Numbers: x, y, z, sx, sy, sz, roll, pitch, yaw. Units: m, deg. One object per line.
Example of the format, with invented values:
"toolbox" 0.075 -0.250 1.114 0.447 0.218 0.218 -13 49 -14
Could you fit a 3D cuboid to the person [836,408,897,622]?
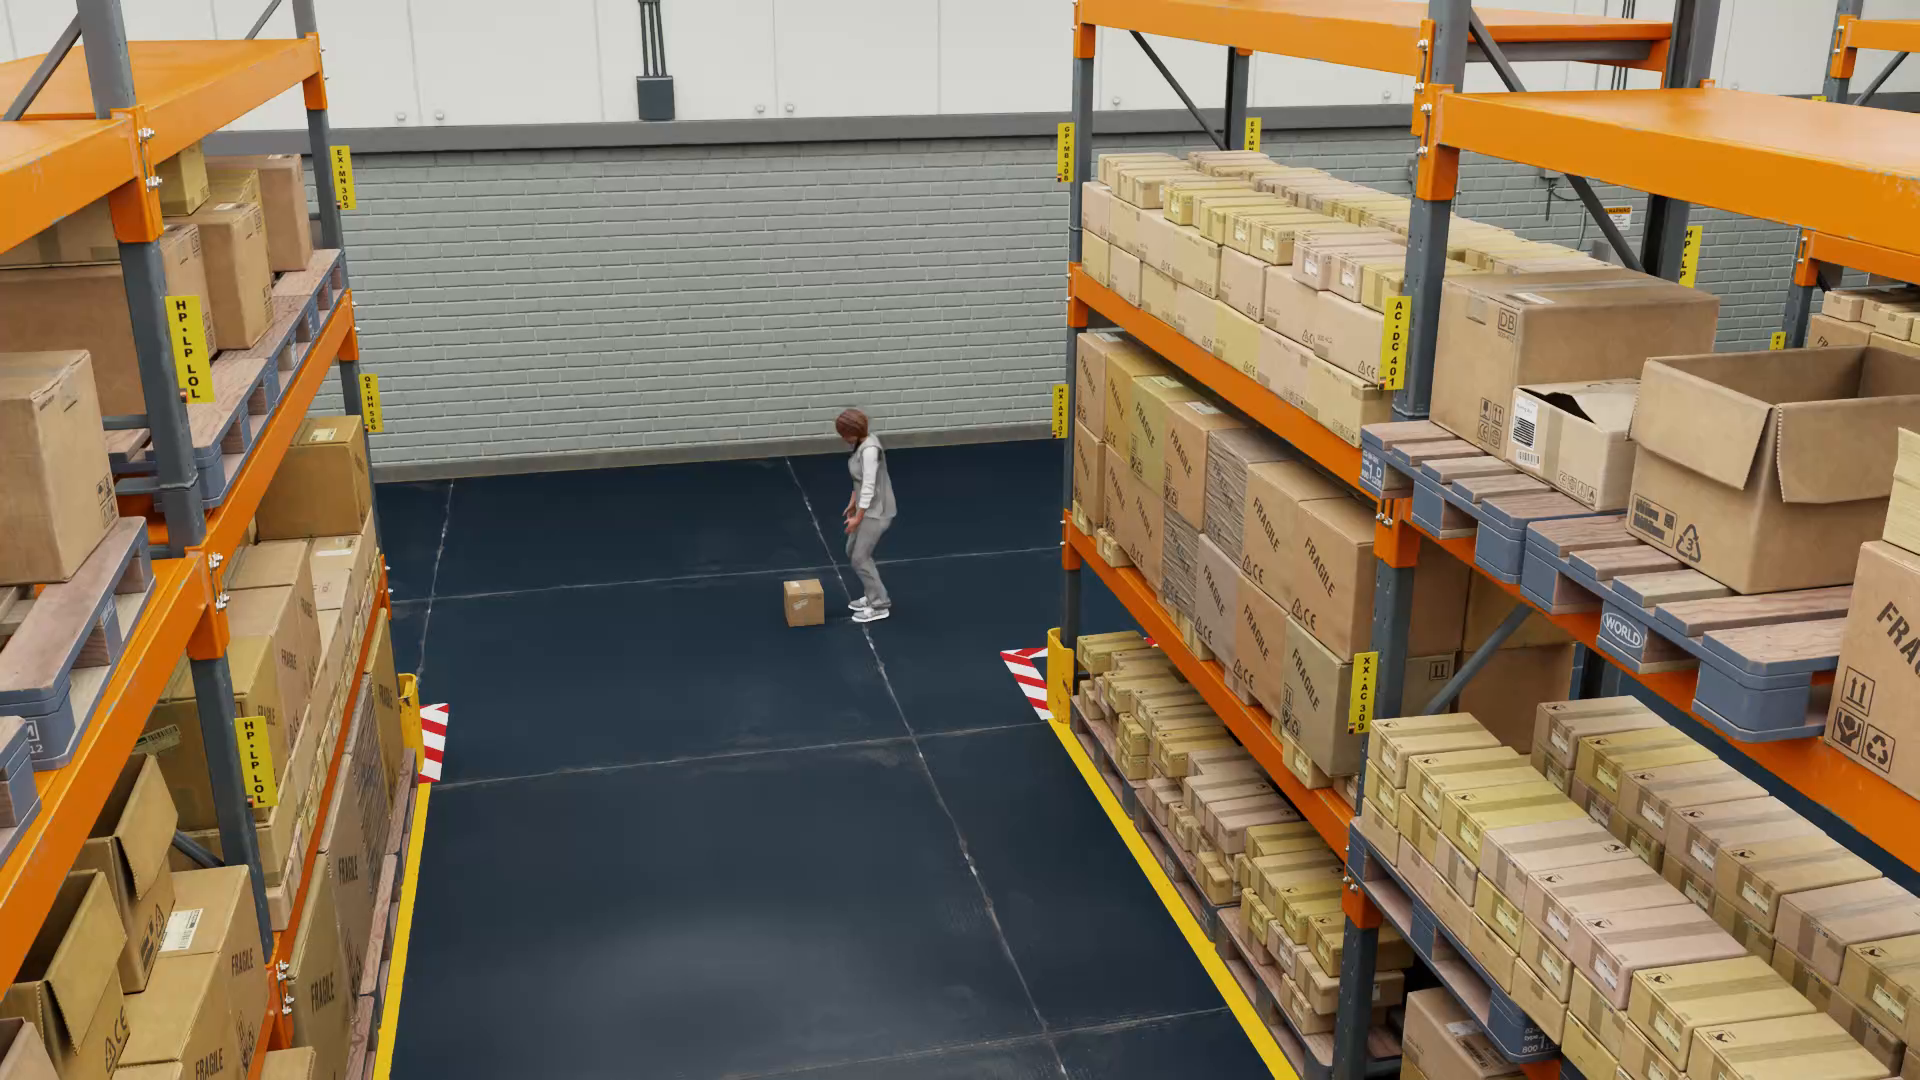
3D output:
"person" -0.651 -0.171 11.684 0.418 1.523 0.433 -4 20 -11
